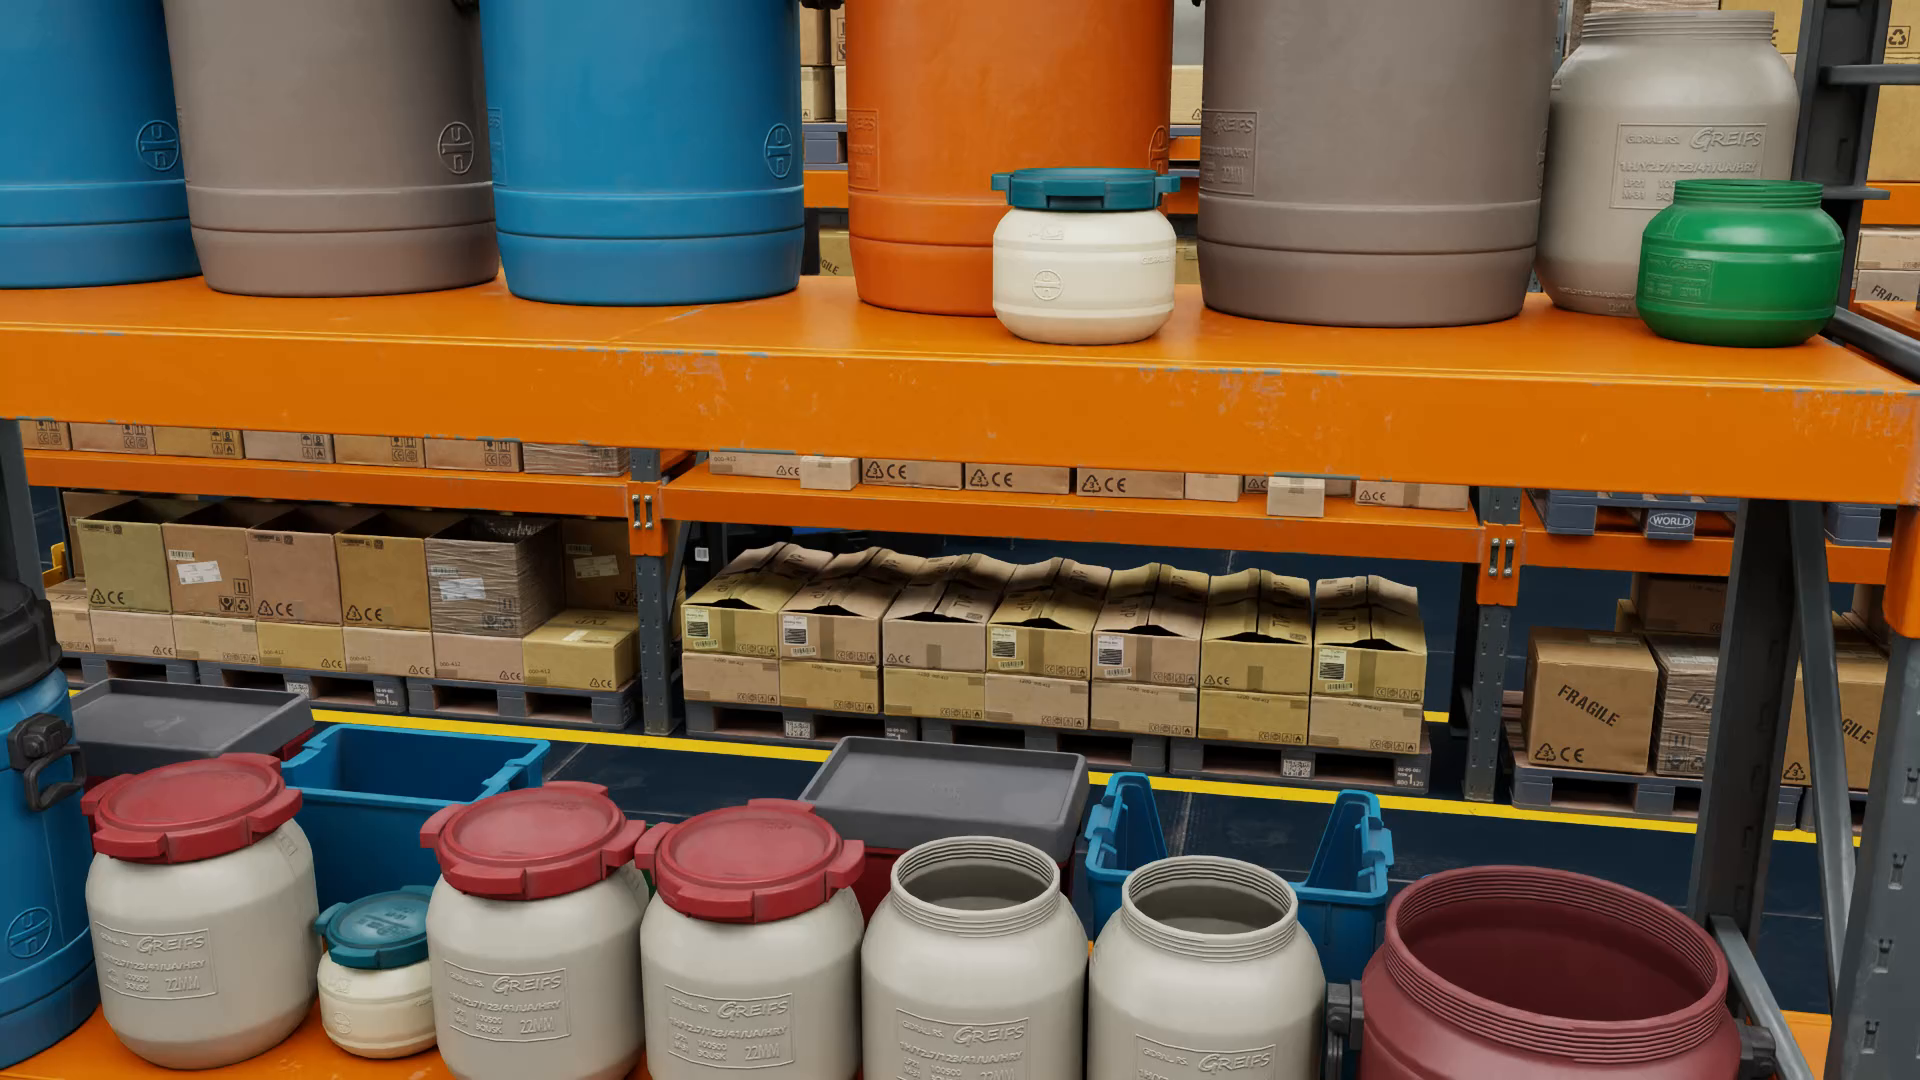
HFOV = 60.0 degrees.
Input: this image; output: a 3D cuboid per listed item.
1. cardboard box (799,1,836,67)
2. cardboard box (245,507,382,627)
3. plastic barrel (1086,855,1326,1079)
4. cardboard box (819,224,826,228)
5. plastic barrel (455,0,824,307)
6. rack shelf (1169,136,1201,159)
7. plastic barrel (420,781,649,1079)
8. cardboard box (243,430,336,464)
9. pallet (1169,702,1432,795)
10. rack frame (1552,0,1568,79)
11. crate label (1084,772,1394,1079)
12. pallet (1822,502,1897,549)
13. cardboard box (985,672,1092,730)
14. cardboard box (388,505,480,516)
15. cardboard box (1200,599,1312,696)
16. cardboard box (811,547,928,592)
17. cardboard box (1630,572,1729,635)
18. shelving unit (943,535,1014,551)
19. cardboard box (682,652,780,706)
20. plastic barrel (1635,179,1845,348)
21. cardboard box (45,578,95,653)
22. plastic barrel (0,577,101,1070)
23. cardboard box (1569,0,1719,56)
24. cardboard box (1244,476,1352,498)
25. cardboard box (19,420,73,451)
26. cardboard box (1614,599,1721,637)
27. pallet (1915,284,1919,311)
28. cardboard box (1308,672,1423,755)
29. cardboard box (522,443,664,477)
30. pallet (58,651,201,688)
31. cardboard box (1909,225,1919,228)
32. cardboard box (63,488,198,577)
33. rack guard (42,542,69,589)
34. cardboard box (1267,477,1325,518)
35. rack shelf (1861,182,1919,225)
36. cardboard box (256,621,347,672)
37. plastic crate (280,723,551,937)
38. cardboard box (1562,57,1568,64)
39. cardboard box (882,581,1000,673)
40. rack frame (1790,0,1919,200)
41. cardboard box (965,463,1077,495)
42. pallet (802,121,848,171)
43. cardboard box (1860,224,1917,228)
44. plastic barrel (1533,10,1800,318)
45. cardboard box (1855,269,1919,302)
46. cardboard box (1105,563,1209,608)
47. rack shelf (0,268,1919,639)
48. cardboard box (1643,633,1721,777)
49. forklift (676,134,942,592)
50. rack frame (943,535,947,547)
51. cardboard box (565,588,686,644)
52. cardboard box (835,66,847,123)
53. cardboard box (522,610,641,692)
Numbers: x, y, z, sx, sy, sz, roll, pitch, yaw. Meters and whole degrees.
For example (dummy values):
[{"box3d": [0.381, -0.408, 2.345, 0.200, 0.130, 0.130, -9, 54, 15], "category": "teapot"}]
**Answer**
[{"box3d": [-0.841, -2.476, 7.782, 0.500, 0.500, 0.500, 3, 16, 12], "category": "cardboard box"}, {"box3d": [-3.407, 0.134, 8.849, 0.500, 0.500, 0.500, 3, 16, 11], "category": "cardboard box"}, {"box3d": [0.441, 0.874, 3.010, 0.421, 0.512, 0.421, 0, 15, 0], "category": "plastic barrel"}, {"box3d": [-1.379, -2.285, 13.460, 0.500, 0.500, 0.500, 3, 16, 11], "category": "cardboard box"}, {"box3d": [-0.605, -0.934, 3.186, 0.708, 0.901, 0.600, 3, 16, 11], "category": "plastic barrel"}, {"box3d": [1.506, -2.871, 12.464, 4.000, 0.370, 1.077, 3, 16, 11], "category": "rack shelf"}, {"box3d": [-0.815, 0.795, 3.247, 0.433, 0.535, 0.433, 0, 15, 0], "category": "plastic barrel"}, {"box3d": [-3.385, -0.733, 8.832, 0.500, 0.500, 0.700, 4, 16, 13], "category": "cardboard box"}, {"box3d": [1.683, 0.921, 8.273, 1.213, 0.211, 1.003, 3, 16, 11], "category": "pallet"}, {"box3d": [2.482, -3.260, 6.905, 0.127, 3.000, 1.000, 3, 16, 11], "category": "rack frame"}, {"box3d": [0.572, 0.786, 3.470, 0.616, 0.435, 0.502, 3, 16, 11], "category": "crate label"}, {"box3d": [4.389, -0.174, 7.362, 1.213, 0.211, 1.003, 3, 16, 11], "category": "pallet"}, {"box3d": [0.416, 0.709, 8.179, 0.500, 0.250, 0.500, 3, 16, 12], "category": "cardboard box"}, {"box3d": [-2.809, 0.020, 9.261, 0.500, 0.500, 0.500, 3, 16, 11], "category": "cardboard box"}, {"box3d": [1.409, 0.494, 7.904, 0.500, 0.311, 0.500, 3, 16, 10], "category": "cardboard box"}, {"box3d": [-0.472, 0.243, 8.809, 0.500, 0.311, 0.500, 4, 16, 13], "category": "cardboard box"}, {"box3d": [3.502, 0.252, 7.916, 0.500, 0.250, 0.500, 4, 16, 13], "category": "cardboard box"}, {"box3d": [0.162, -1.003, 11.680, 0.503, 2.100, 0.431, 3, 16, 11], "category": "shelving unit"}, {"box3d": [-1.091, 0.627, 8.474, 0.500, 0.250, 0.500, 3, 16, 10], "category": "cardboard box"}, {"box3d": [1.239, -0.444, 2.648, 0.294, 0.245, 0.294, 0, 15, 0], "category": "plastic barrel"}, {"box3d": [-4.876, 0.415, 9.240, 0.500, 0.250, 0.500, 3, 16, 11], "category": "cardboard box"}, {"box3d": [-2.110, 0.572, 3.370, 0.708, 0.901, 0.600, 3, 16, 11], "category": "plastic barrel"}, {"box3d": [2.909, -2.320, 7.069, 0.500, 0.500, 0.500, 3, 16, 11], "category": "cardboard box"}, {"box3d": [1.645, -0.424, 8.072, 0.500, 0.311, 0.500, 3, 16, 10], "category": "cardboard box"}, {"box3d": [-4.902, -0.815, 9.127, 0.500, 0.500, 0.700, 3, 16, 11], "category": "cardboard box"}, {"box3d": [3.446, 0.612, 8.023, 0.500, 0.500, 0.500, 4, 16, 13], "category": "cardboard box"}, {"box3d": [2.222, -0.362, 2.414, 1.213, 0.211, 1.003, 3, 16, 11], "category": "pallet"}, {"box3d": [1.918, 0.789, 7.887, 0.500, 0.250, 0.500, 3, 16, 12], "category": "cardboard box"}, {"box3d": [-1.873, -0.652, 8.540, 0.500, 0.500, 0.700, 3, 16, 10], "category": "cardboard box"}, {"box3d": [-4.599, 0.579, 9.507, 1.213, 0.211, 1.003, 3, 16, 11], "category": "pallet"}, {"box3d": [6.987, -2.108, 11.795, 0.500, 0.250, 0.500, 4, 16, 13], "category": "cardboard box"}, {"box3d": [-4.772, -0.083, 9.631, 0.500, 0.500, 0.500, 3, 16, 11], "category": "cardboard box"}, {"box3d": [-5.381, 0.409, 9.580, 0.348, 0.500, 1.175, 3, 16, 11], "category": "rack guard"}, {"box3d": [1.546, -0.224, 7.651, 0.250, 0.149, 0.380, 3, 16, 11], "category": "cardboard box"}, {"box3d": [4.442, -1.362, 7.017, 4.000, 0.370, 1.077, 3, 16, 11], "category": "rack shelf"}, {"box3d": [-3.406, 0.495, 8.950, 0.500, 0.250, 0.500, 3, 16, 11], "category": "cardboard box"}, {"box3d": [-1.285, 0.699, 3.881, 0.575, 0.384, 0.392, 3, 16, 11], "category": "plastic crate"}, {"box3d": [2.917, -1.849, 7.240, 0.500, 0.500, 0.910, 3, 16, 11], "category": "cardboard box"}, {"box3d": [-0.085, 0.413, 8.196, 0.500, 0.311, 0.500, 3, 16, 9], "category": "cardboard box"}, {"box3d": [1.492, -1.965, 2.228, 0.127, 3.000, 1.000, 3, 16, 11], "category": "rack frame"}, {"box3d": [0.319, -0.530, 8.100, 0.500, 0.500, 0.500, 3, 16, 11], "category": "cardboard box"}, {"box3d": [-0.570, -1.892, 7.942, 1.217, 0.209, 0.805, 2, 16, 9], "category": "pallet"}, {"box3d": [6.473, -2.134, 11.889, 0.500, 0.250, 0.500, 3, 16, 12], "category": "cardboard box"}, {"box3d": [1.248, -0.670, 2.962, 0.421, 0.512, 0.421, 0, 15, 0], "category": "plastic barrel"}, {"box3d": [6.381, -1.637, 11.500, 0.500, 0.500, 0.500, 3, 16, 12], "category": "cardboard box"}, {"box3d": [1.012, 0.325, 8.513, 0.500, 0.311, 0.500, 3, 16, 10], "category": "cardboard box"}, {"box3d": [-0.468, -0.279, 3.108, 4.000, 0.370, 1.077, 3, 16, 11], "category": "rack shelf"}, {"box3d": [3.386, 0.749, 7.528, 0.500, 0.500, 0.500, 3, 16, 9], "category": "cardboard box"}, {"box3d": [-1.700, -1.236, 10.964, 3.031, 2.935, 1.130, -5, 16, -19], "category": "forklift"}, {"box3d": [-0.077, -1.016, 11.727, 0.015, 2.100, 0.400, 3, 16, 11], "category": "rack frame"}, {"box3d": [-1.831, 0.437, 9.160, 0.500, 0.250, 0.500, 3, 16, 11], "category": "cardboard box"}, {"box3d": [-0.297, -2.094, 7.807, 0.500, 0.250, 0.500, 2, 16, 6], "category": "cardboard box"}, {"box3d": [-1.935, 0.573, 8.668, 0.500, 0.250, 0.500, 3, 16, 11], "category": "cardboard box"}]
